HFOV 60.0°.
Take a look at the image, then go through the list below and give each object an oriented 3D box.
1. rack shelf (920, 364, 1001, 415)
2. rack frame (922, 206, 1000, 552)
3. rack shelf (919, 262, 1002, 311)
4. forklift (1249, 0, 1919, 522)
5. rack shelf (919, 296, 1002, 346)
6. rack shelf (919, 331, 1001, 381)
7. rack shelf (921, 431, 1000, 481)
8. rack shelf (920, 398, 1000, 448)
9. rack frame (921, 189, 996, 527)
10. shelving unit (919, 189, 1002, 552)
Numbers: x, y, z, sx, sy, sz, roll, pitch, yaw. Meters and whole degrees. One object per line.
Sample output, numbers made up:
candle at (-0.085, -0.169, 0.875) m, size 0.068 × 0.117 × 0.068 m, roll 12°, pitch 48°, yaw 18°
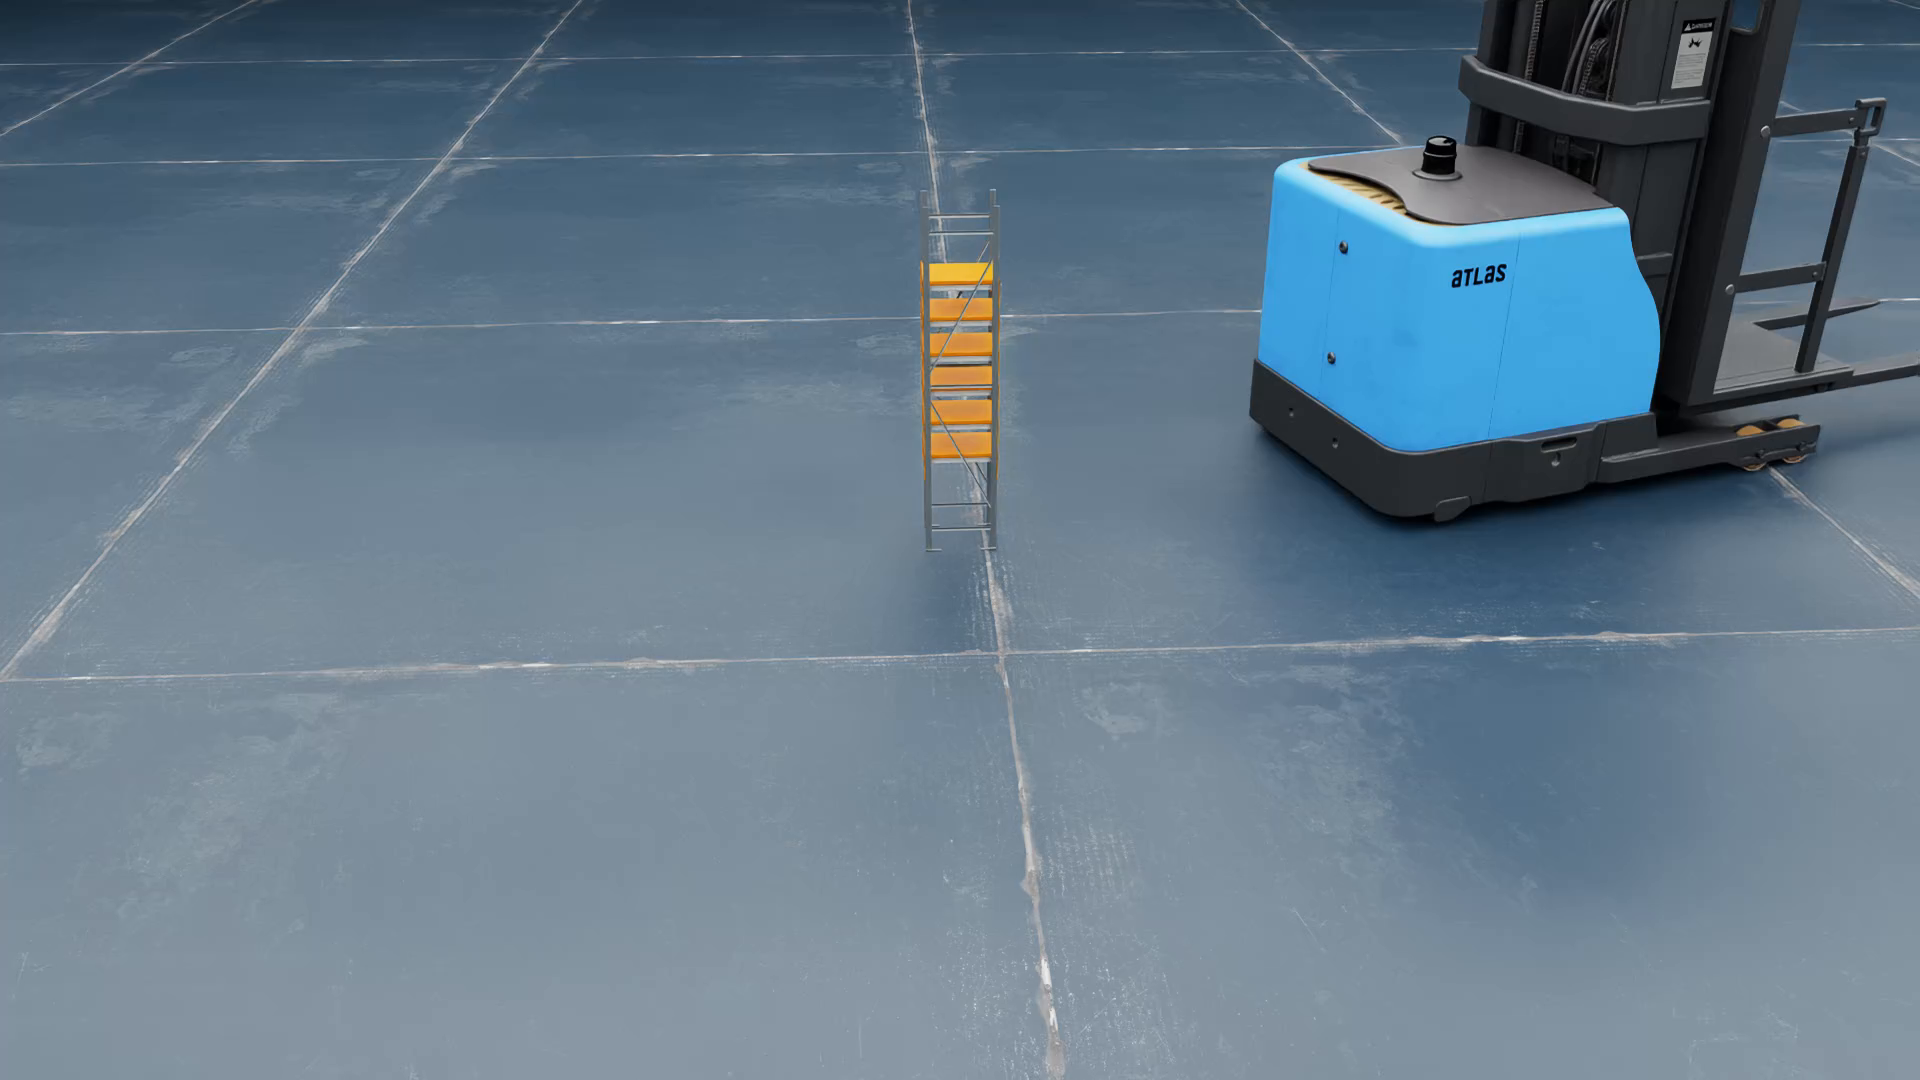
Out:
rack shelf at (-0.001, -0.499, 5.506) m, size 0.258 × 0.103 × 0.180 m, roll -1°, pitch 28°, yaw -3°
rack frame at (0.004, -0.496, 5.404) m, size 0.240 × 1.200 × 0.006 m, roll -1°, pitch 28°, yaw -3°
rack shelf at (-0.001, -0.818, 5.339) m, size 0.258 × 0.103 × 0.180 m, roll -1°, pitch 28°, yaw -3°
forklift at (2.708, -1.776, 5.985) m, size 3.031 × 2.935 × 1.130 m, roll -10°, pitch 29°, yaw -18°
rack shelf at (-0.001, -0.712, 5.395) m, size 0.258 × 0.103 × 0.180 m, roll -1°, pitch 28°, yaw -3°
rack shelf at (-0.001, -0.606, 5.450) m, size 0.258 × 0.103 × 0.180 m, roll -1°, pitch 28°, yaw -3°
rack shelf at (-0.001, -0.286, 5.617) m, size 0.258 × 0.103 × 0.180 m, roll -1°, pitch 28°, yaw -3°
rack shelf at (-0.001, -0.393, 5.561) m, size 0.258 × 0.103 × 0.180 m, roll -1°, pitch 28°, yaw -3°
rack frame at (-0.006, -0.581, 5.566) m, size 0.240 × 1.200 × 0.006 m, roll -1°, pitch 28°, yaw -3°
shelving unit at (-0.001, -0.539, 5.485) m, size 0.258 × 1.200 × 0.189 m, roll -1°, pitch 28°, yaw -3°
